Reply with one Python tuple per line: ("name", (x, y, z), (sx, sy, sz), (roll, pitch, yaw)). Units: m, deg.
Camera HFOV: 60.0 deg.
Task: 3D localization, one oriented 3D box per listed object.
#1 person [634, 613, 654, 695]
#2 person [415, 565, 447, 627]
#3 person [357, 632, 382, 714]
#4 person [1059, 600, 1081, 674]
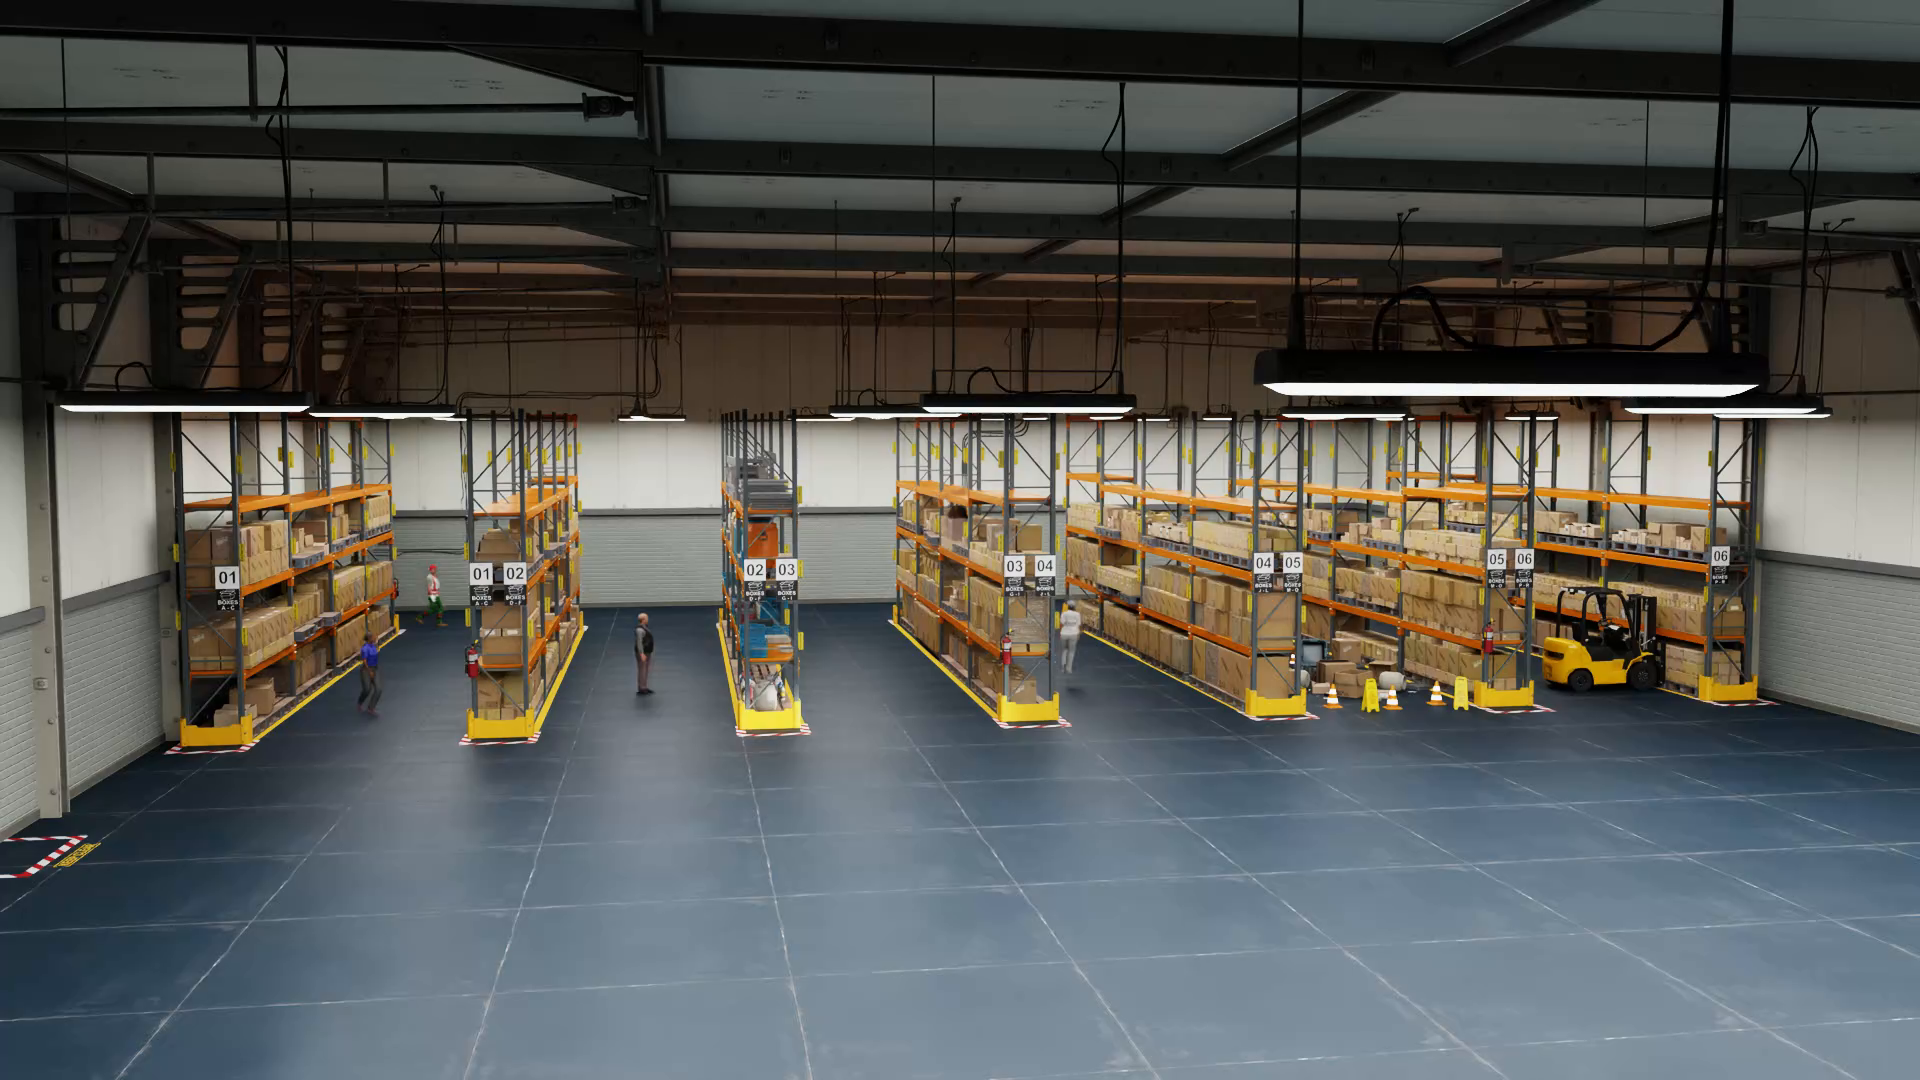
("person", (-6.710, 2.407, 35.253), (0.389, 1.718, 0.588), (1, 4, 16))
("person", (-14.883, 1.573, 46.785), (0.850, 1.750, 0.604), (-1, 4, -11))
("person", (-11.655, 2.624, 32.927), (0.634, 1.630, 0.529), (2, 5, 29))
("person", (2.465, 2.169, 36.983), (0.493, 1.689, 0.495), (2, 4, 27))
